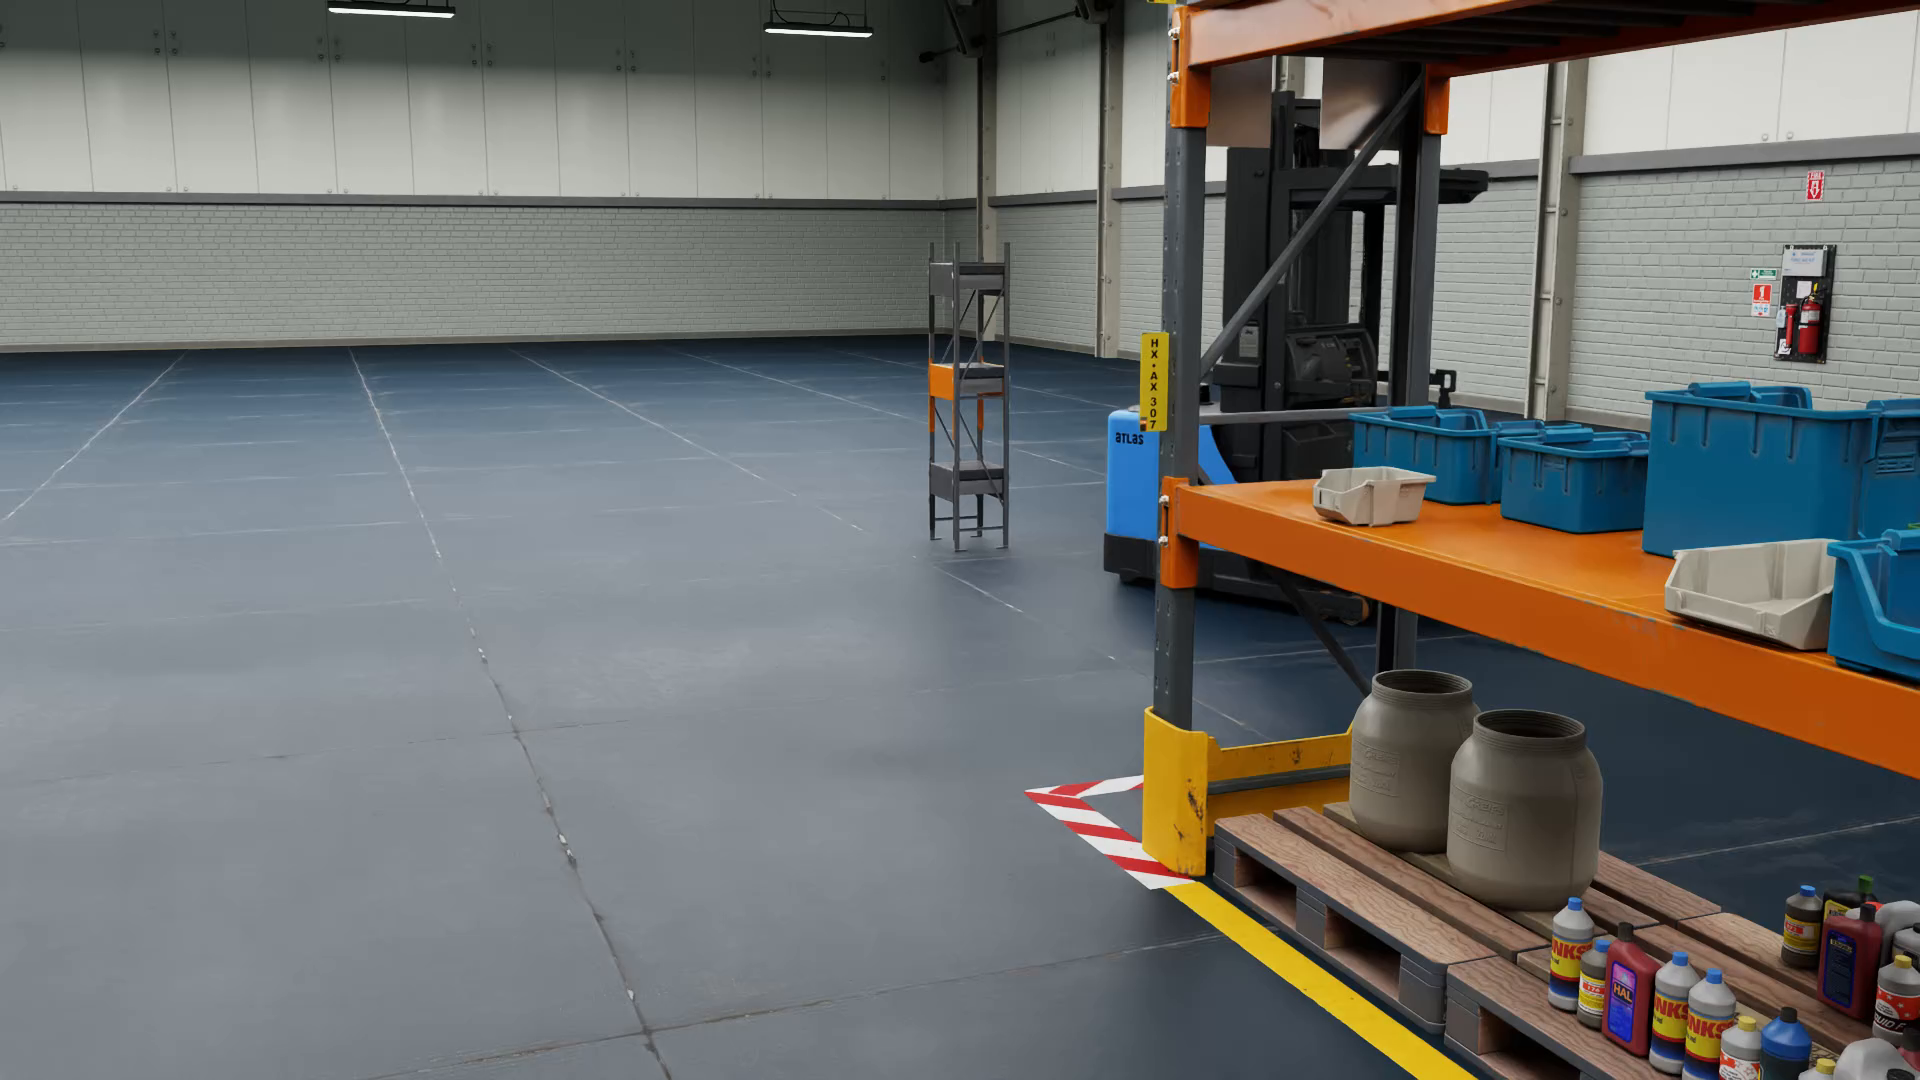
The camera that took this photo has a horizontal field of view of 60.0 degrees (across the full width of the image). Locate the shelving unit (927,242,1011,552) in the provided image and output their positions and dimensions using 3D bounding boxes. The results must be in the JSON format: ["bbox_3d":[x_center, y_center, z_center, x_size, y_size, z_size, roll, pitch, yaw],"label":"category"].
[{"bbox_3d":[0.060,-1.007,11.584,0.431,2.100,0.503,-4,11,-21],"label":"shelving unit"}]

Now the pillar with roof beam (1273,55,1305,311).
[{"bbox_3d":[0.914,-6.607,23.369,9.100,9.000,0.400,-4,11,-21],"label":"pillar with roof beam"}]

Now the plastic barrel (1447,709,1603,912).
[{"bbox_3d":[1.647,0.783,4.857,0.421,0.512,0.421,0,10,0],"label":"plastic barrel"}]

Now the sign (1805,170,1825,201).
[{"bbox_3d":[8.505,-3.523,16.540,0.001,0.298,0.199,-4,11,-21],"label":"sign"}]

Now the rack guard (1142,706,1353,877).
[{"bbox_3d":[1.227,0.821,5.878,1.175,0.500,0.348,-4,11,-21],"label":"rack guard"}]

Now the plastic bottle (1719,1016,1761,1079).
[{"bbox_3d":[1.719,1.146,3.647,0.097,0.201,0.097,0,10,0],"label":"plastic bottle"}]

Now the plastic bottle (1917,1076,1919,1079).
[{"bbox_3d":[1.917,1.150,3.196,0.144,0.351,0.185,-4,11,-21],"label":"plastic bottle"}]

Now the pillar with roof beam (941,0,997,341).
[{"bbox_3d":[-3.434,-8.566,34.381,9.100,9.000,0.548,-4,11,-21],"label":"pillar with roof beam"}]

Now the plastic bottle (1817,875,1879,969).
[{"bbox_3d":[2.289,0.991,4.282,0.061,0.283,0.133,-4,11,-20],"label":"plastic bottle"}]

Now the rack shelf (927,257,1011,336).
[{"bbox_3d":[0.060,-1.683,11.464,0.431,0.518,0.480,-4,11,-21],"label":"rack shelf"}]

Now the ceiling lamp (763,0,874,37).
[{"bbox_3d":[-2.645,-10.767,30.090,2.000,3.185,0.800,-4,11,-21],"label":"ceiling lamp"}]

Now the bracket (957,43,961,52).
[{"bbox_3d":[0.097,-10.656,35.856,0.235,0.232,0.430,-4,11,-21],"label":"bracket"}]

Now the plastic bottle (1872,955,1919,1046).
[{"bbox_3d":[2.236,1.090,3.960,0.097,0.201,0.097,0,10,0],"label":"plastic bottle"}]

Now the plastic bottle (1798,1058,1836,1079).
[{"bbox_3d":[1.793,1.180,3.458,0.097,0.201,0.097,0,10,0],"label":"plastic bottle"}]

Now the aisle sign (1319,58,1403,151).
[{"bbox_3d":[1.407,-1.730,5.657,0.394,0.787,0.004,-4,11,-21],"label":"aisle sign"}]

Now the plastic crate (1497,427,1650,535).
[{"bbox_3d":[1.846,-0.177,4.775,0.499,0.251,0.408,-4,11,-21],"label":"plastic crate"}]

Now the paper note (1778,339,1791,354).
[{"bbox_3d":[8.415,-1.973,16.964,0.016,0.148,0.142,-4,11,-21],"label":"paper note"}]

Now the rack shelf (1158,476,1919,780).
[{"bbox_3d":[1.881,0.261,3.940,1.077,0.370,4.000,-4,11,-21],"label":"rack shelf"}]

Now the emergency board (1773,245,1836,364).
[{"bbox_3d":[8.415,-2.374,16.700,0.194,1.169,0.643,-4,11,-21],"label":"emergency board"}]

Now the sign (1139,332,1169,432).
[{"bbox_3d":[0.641,-0.521,5.496,0.100,0.325,0.005,-4,11,-21],"label":"sign"}]

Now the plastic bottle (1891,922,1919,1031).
[{"bbox_3d":[2.346,1.043,4.015,0.152,0.276,0.135,-4,11,-22],"label":"plastic bottle"}]

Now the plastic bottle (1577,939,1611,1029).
[{"bbox_3d":[1.560,1.074,4.049,0.097,0.201,0.097,0,10,0],"label":"plastic bottle"}]

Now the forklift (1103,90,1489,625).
[{"bbox_3d":[2.326,-1.072,9.576,3.031,2.935,1.130,9,14,42],"label":"forklift"}]

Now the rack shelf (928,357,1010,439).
[{"bbox_3d":[0.060,-0.993,11.587,0.431,0.518,0.480,-4,11,-21],"label":"rack shelf"}]

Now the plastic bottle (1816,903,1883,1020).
[{"bbox_3d":[2.197,1.023,4.103,0.061,0.283,0.133,-4,11,-21],"label":"plastic bottle"}]

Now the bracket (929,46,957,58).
[{"bbox_3d":[-0.548,-10.947,37.488,0.076,0.066,3.189,-4,11,-21],"label":"bracket"}]

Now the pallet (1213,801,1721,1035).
[{"bbox_3d":[1.517,1.096,5.156,1.003,0.211,1.213,-4,11,-21],"label":"pallet"}]

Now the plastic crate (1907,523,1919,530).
[{"bbox_3d":[2.376,0.098,3.407,0.450,0.188,0.662,-4,11,-21],"label":"plastic crate"}]

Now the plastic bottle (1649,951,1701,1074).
[{"bbox_3d":[1.647,1.079,3.823,0.097,0.271,0.097,0,10,0],"label":"plastic bottle"}]

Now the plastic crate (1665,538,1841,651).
[{"bbox_3d":[1.781,0.114,3.465,0.530,0.136,0.437,-4,11,-21],"label":"plastic crate"}]

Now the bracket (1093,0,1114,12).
[{"bbox_3d":[2.572,-9.542,29.588,0.235,0.232,0.430,-4,11,-21],"label":"bracket"}]

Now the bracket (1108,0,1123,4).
[{"bbox_3d":[3.506,-9.121,27.224,0.076,0.066,4.783,-4,11,-21],"label":"bracket"}]

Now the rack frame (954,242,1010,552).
[{"bbox_3d":[0.148,-0.967,11.360,0.400,2.100,0.015,-4,11,-21],"label":"rack frame"}]
